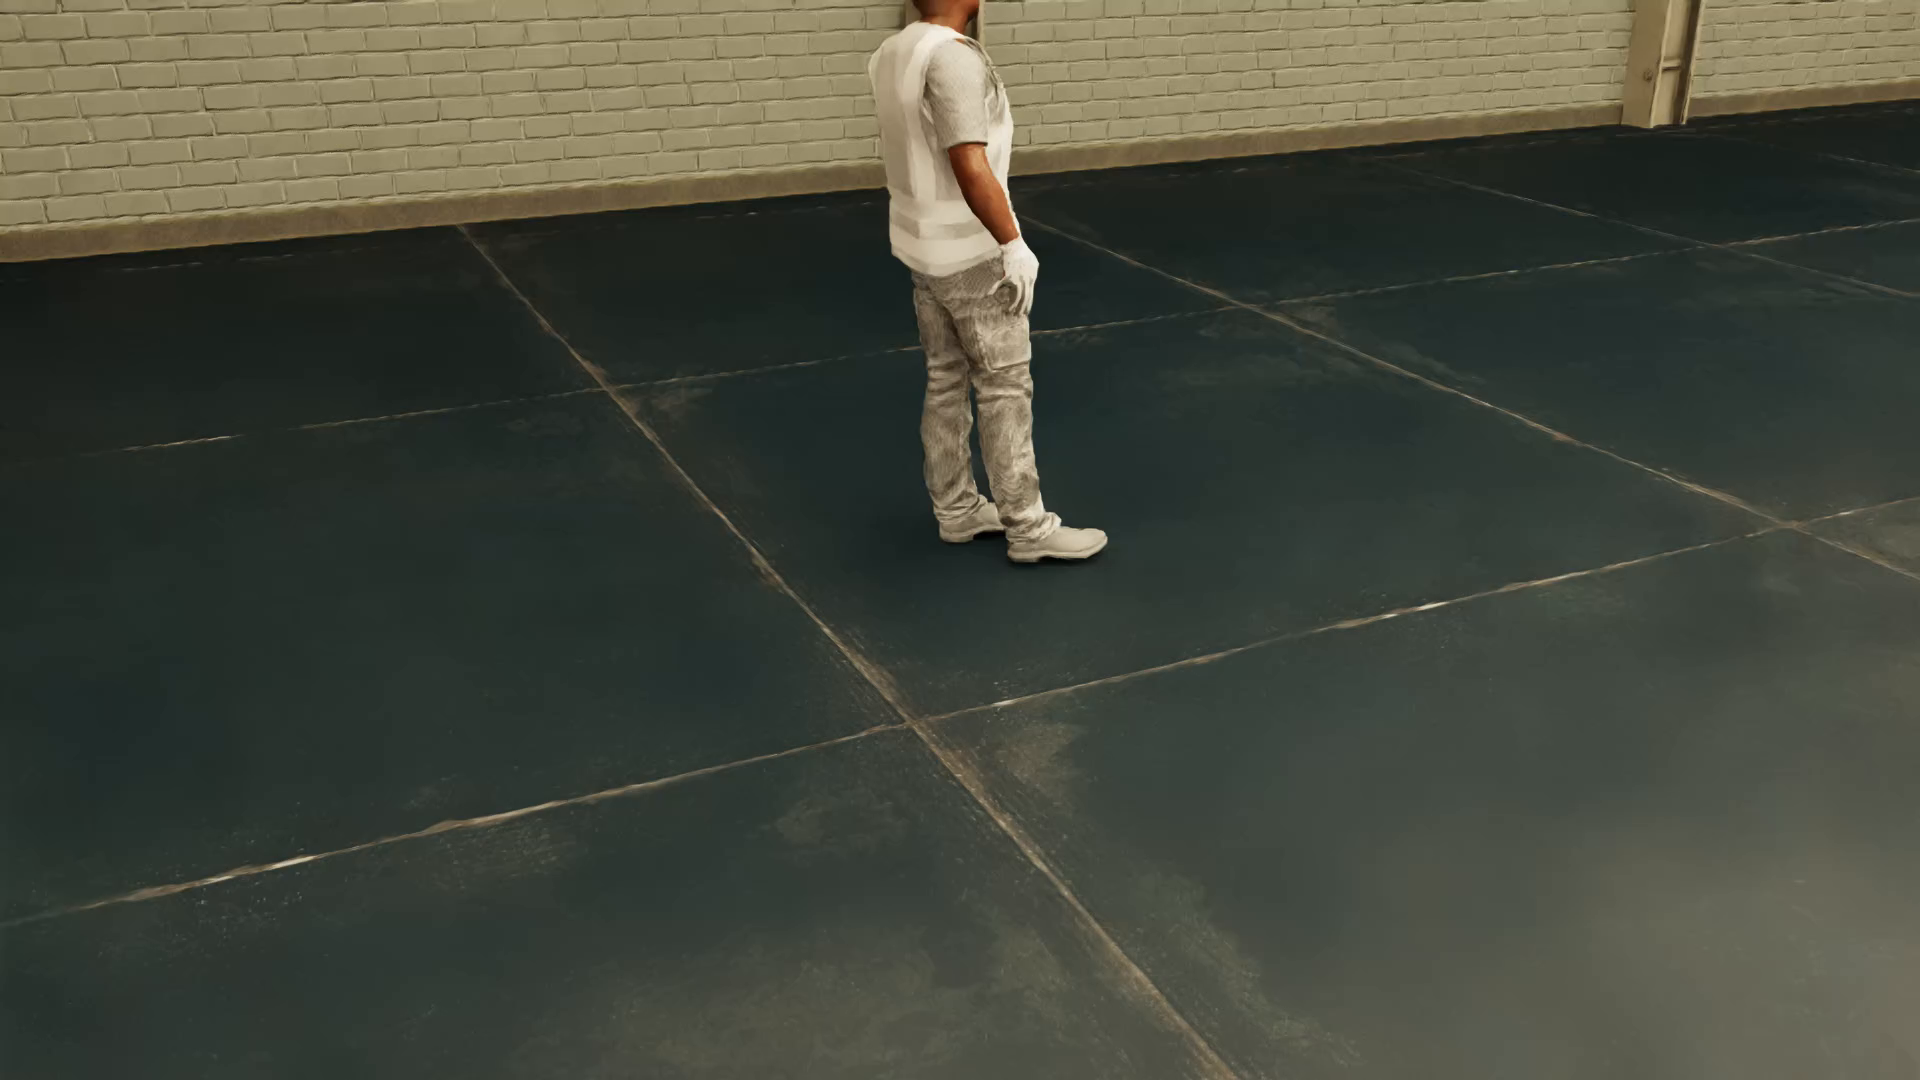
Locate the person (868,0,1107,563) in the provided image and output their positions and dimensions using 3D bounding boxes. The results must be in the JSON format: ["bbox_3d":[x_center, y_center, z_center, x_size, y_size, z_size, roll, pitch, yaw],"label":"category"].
[{"bbox_3d":[0.069,-0.839,4.784,0.576,1.782,0.655,-10,25,-23],"label":"person"}]
